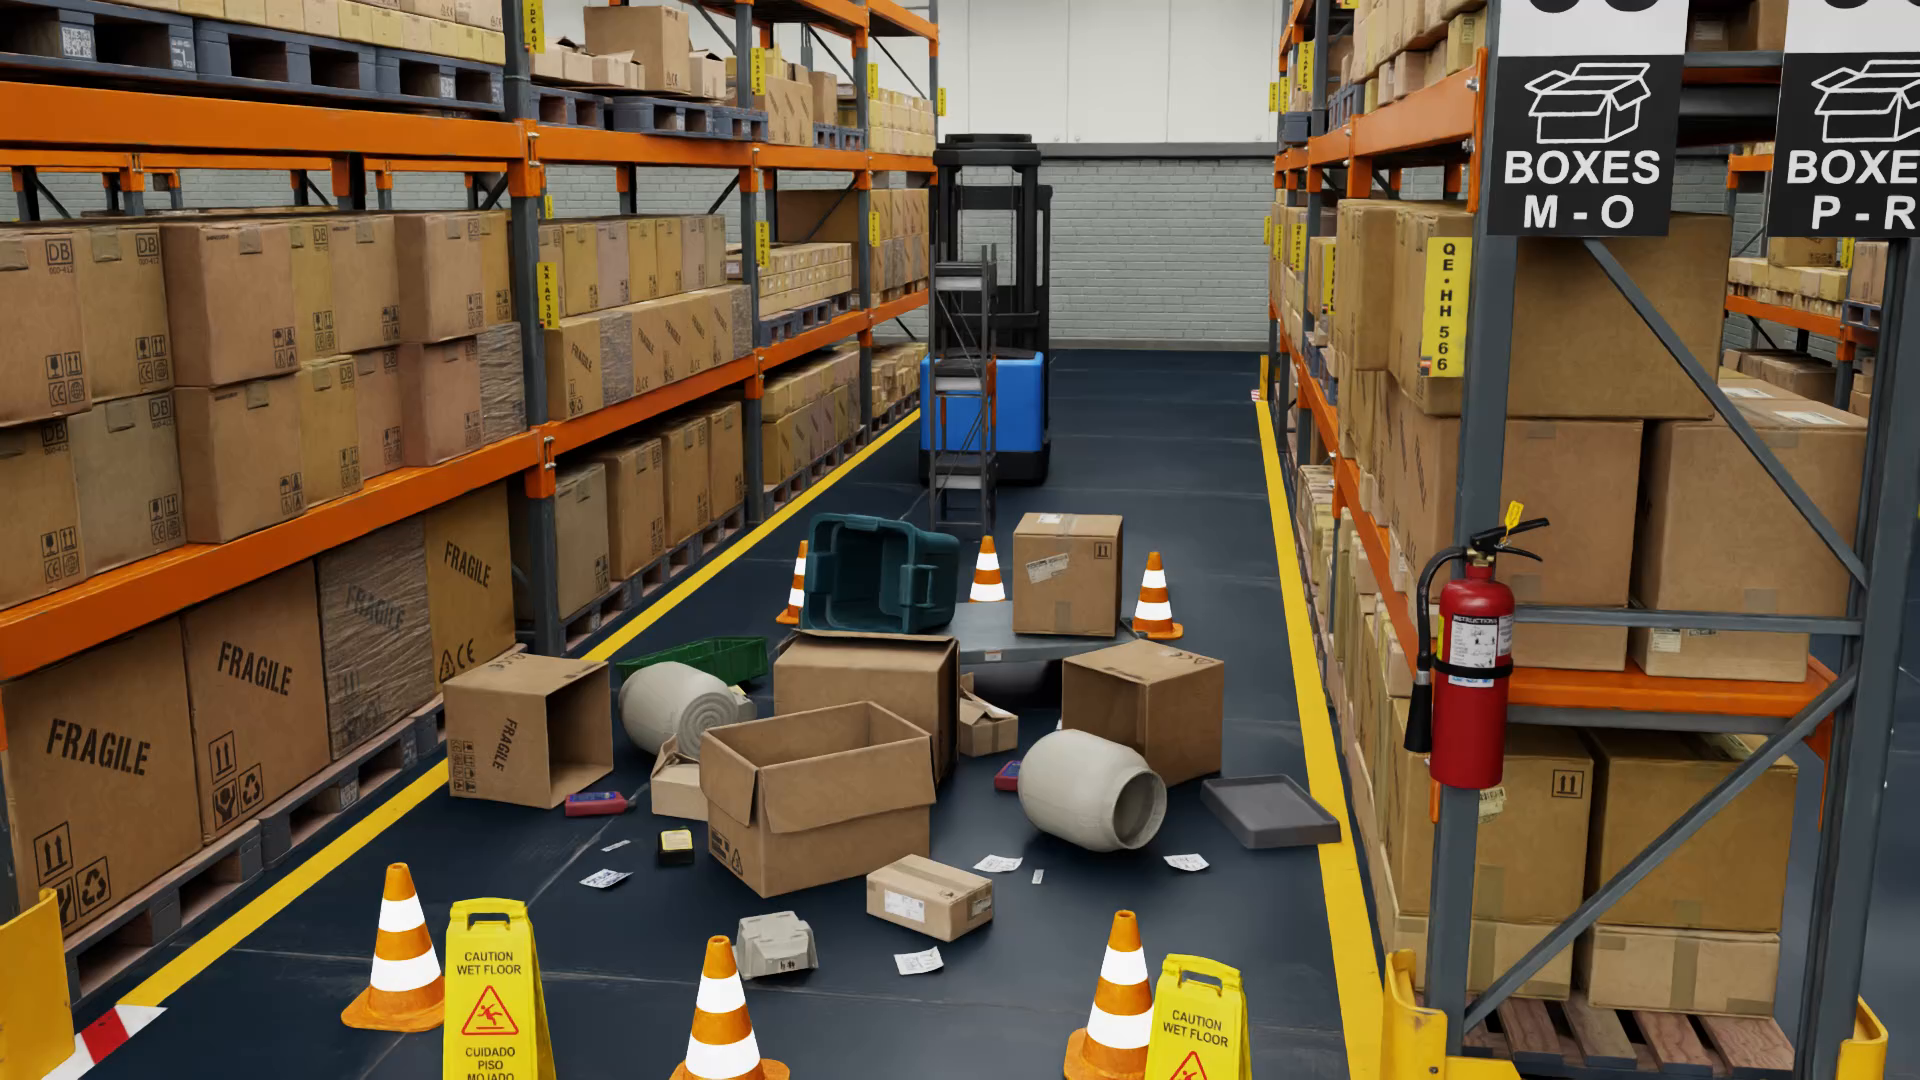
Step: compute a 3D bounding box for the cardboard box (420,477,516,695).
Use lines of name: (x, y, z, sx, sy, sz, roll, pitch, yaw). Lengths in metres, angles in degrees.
cardboard box: (-2.769, 0.186, 8.056, 0.875, 0.875, 0.875, 2, 12, 10)

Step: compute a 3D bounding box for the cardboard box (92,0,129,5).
cardboard box: (-2.772, -1.707, 5.036, 0.380, 0.149, 0.250, 2, 12, 9)

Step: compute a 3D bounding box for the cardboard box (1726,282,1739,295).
cardboard box: (8.732, -2.792, 18.425, 0.380, 0.149, 0.250, 2, 12, 8)

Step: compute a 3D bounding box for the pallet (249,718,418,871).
pallet: (-2.983, 0.998, 6.862, 1.003, 0.211, 1.213, 2, 12, 9)

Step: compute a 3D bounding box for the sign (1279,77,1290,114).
sign: (2.985, -4.077, 15.257, 0.100, 0.325, 0.005, 2, 12, 9)

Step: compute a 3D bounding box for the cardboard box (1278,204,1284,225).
cardboard box: (3.488, -3.158, 16.917, 0.500, 0.500, 0.500, 2, 12, 9)

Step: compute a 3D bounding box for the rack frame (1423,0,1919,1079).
rack frame: (1.691, 0.196, 3.962, 0.949, 2.616, 0.053, 2, 12, 9)

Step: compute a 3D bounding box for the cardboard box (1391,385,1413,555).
cardboard box: (1.581, -0.224, 4.970, 0.500, 0.500, 0.500, 2, 12, 9)

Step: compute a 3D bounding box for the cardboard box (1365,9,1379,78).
cardboard box: (1.895, -1.985, 6.612, 0.500, 0.250, 0.500, 2, 12, 8)

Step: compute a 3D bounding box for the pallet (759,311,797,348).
pallet: (-1.984, -1.667, 13.062, 1.213, 0.211, 1.003, 2, 12, 9)

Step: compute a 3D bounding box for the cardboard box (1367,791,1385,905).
cardboard box: (1.634, 1.050, 5.529, 0.500, 0.250, 0.500, 2, 12, 9)

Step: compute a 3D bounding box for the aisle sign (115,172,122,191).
aisle sign: (-10.820, -4.911, 21.493, 0.394, 0.787, 0.004, 2, 12, 9)

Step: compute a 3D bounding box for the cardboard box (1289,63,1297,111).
cardboard box: (3.111, -3.848, 14.376, 0.500, 0.500, 0.500, 2, 12, 8)

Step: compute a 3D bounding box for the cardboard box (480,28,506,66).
cardboard box: (-2.344, -2.287, 7.729, 0.380, 0.149, 0.250, 2, 12, 8)

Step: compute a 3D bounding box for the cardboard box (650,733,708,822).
cardboard box: (-1.048, 0.978, 6.824, 0.396, 0.266, 0.258, 4, 13, 18)

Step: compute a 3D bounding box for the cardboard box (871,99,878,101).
cardboard box: (-1.014, -4.382, 16.308, 0.380, 0.149, 0.250, 1, 12, 6)

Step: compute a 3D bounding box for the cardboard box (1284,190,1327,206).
cardboard box: (3.266, -3.231, 15.715, 0.380, 0.149, 0.250, 2, 12, 7)

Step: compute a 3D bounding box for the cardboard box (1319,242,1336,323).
cardboard box: (2.472, -1.563, 10.186, 0.500, 0.500, 0.500, 2, 12, 10)

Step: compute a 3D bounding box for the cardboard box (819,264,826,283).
cardboard box: (-1.399, -2.362, 14.728, 0.380, 0.149, 0.250, 1, 12, 6)

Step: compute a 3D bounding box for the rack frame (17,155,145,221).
rack frame: (-6.874, -1.790, 13.180, 1.000, 3.000, 0.127, 2, 12, 9)

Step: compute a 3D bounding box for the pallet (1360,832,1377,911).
pallet: (2.049, 1.122, 6.285, 1.003, 0.211, 1.213, 2, 12, 9)

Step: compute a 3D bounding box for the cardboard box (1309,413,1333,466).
cardboard box: (3.107, -0.777, 12.525, 0.875, 0.875, 0.875, 2, 12, 8)

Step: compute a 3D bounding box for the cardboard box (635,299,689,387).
cardboard box: (-2.022, -1.240, 10.391, 0.500, 0.500, 0.500, 2, 12, 10)

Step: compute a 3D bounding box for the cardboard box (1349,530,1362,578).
cardboard box: (1.790, 0.064, 6.787, 0.380, 0.149, 0.250, 2, 12, 11)

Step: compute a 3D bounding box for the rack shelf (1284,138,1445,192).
rack shelf: (3.226, -3.000, 13.382, 1.077, 0.370, 4.000, 2, 12, 9)

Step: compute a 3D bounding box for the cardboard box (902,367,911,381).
cardboard box: (-0.760, -1.843, 18.487, 0.380, 0.149, 0.250, 3, 12, 11)

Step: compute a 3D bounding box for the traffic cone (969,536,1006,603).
traffic cone: (0.167, 0.207, 9.933, 0.336, 0.463, 0.334, 2, 12, 9)

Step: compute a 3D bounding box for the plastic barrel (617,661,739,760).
plastic barrel: (-1.262, 0.769, 7.418, 0.421, 0.421, 0.512, -10, 16, -40)

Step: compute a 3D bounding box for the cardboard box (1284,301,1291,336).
cardboard box: (2.946, -1.828, 13.710, 0.500, 0.250, 0.500, 2, 12, 8)

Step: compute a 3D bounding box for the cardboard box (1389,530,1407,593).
cardboard box: (1.534, 0.071, 5.142, 0.380, 0.149, 0.250, 2, 12, 10)

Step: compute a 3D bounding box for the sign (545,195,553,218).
sign: (-5.109, -4.117, 20.666, 0.100, 0.325, 0.005, 2, 12, 9)

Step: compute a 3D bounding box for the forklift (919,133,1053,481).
forklift: (0.282, -2.195, 15.223, 1.130, 2.935, 3.031, 1, 12, 4)

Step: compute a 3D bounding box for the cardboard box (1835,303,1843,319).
cardboard box: (8.238, -2.094, 15.184, 0.380, 0.149, 0.250, 2, 12, 9)

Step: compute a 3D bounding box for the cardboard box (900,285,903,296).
cardboard box: (-0.839, -2.753, 18.244, 0.380, 0.149, 0.250, 2, 12, 10)

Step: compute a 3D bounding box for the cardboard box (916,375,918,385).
cardboard box: (-0.698, -1.860, 19.275, 0.380, 0.149, 0.250, 2, 12, 8)

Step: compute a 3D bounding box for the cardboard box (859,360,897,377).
cardboard box: (-0.887, -1.824, 17.693, 0.380, 0.149, 0.250, 2, 12, 10)

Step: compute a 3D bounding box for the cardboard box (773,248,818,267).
cardboard box: (-1.443, -2.453, 14.444, 0.380, 0.149, 0.250, 1, 12, 6)

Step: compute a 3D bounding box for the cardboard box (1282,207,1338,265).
cardboard box: (3.182, -2.757, 15.056, 0.500, 0.500, 0.500, 2, 12, 9)

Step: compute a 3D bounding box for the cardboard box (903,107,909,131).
cardboard box: (-0.825, -4.489, 17.754, 0.500, 0.250, 0.500, 1, 12, 6)

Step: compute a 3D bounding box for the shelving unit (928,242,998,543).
shelving unit: (0.025, -1.061, 11.932, 0.431, 2.100, 0.503, 2, 12, 9)

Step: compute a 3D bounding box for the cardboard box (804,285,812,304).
cardboard box: (-1.477, -2.108, 14.253, 0.380, 0.149, 0.250, 1, 12, 7)

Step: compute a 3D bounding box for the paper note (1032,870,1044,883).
paper note: (0.289, 1.249, 6.173, 0.032, 0.001, 0.123, 2, 12, 9)

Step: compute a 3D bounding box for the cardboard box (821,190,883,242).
cardboard box: (-1.063, -3.210, 16.453, 0.500, 0.500, 0.500, 2, 12, 10)

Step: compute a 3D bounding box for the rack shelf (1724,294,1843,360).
rack shelf: (8.746, -2.206, 16.819, 1.077, 0.370, 4.000, 2, 12, 9)

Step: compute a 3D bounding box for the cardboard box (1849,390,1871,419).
cardboard box: (8.142, -1.032, 14.597, 0.500, 0.500, 0.500, 2, 12, 11)

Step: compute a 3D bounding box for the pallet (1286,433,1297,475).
pallet: (3.489, -0.776, 15.091, 1.003, 0.211, 1.213, 2, 12, 9)

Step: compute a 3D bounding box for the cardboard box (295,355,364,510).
cardboard box: (-2.893, -0.435, 6.534, 0.875, 0.550, 0.500, 2, 12, 9)

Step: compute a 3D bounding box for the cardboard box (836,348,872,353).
cardboard box: (-1.220, -2.114, 19.042, 0.380, 0.149, 0.250, 1, 12, 6)

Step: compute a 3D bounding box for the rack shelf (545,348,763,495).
rack shelf: (-2.296, -0.840, 10.481, 1.077, 0.370, 4.000, 2, 12, 9)

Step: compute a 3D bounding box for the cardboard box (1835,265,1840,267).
cardboard box: (9.003, -2.623, 16.695, 0.500, 0.250, 0.500, 2, 12, 9)

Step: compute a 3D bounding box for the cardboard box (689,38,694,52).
cardboard box: (-2.183, -3.591, 12.360, 0.396, 0.266, 0.258, 2, 12, 9)

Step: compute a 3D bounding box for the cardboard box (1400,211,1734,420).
cardboard box: (1.551, -0.600, 4.342, 0.700, 0.500, 0.500, 2, 12, 7)

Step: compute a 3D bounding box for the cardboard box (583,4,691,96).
cardboard box: (-1.979, -3.007, 10.234, 0.500, 0.500, 0.500, 2, 12, 9)

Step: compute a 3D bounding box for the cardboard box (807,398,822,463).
cardboard box: (-1.479, -0.943, 14.184, 0.500, 0.500, 0.500, 2, 12, 7)

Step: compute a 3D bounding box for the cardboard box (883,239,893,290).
cardboard box: (-0.979, -2.834, 17.078, 0.500, 0.500, 0.500, 2, 12, 9)
